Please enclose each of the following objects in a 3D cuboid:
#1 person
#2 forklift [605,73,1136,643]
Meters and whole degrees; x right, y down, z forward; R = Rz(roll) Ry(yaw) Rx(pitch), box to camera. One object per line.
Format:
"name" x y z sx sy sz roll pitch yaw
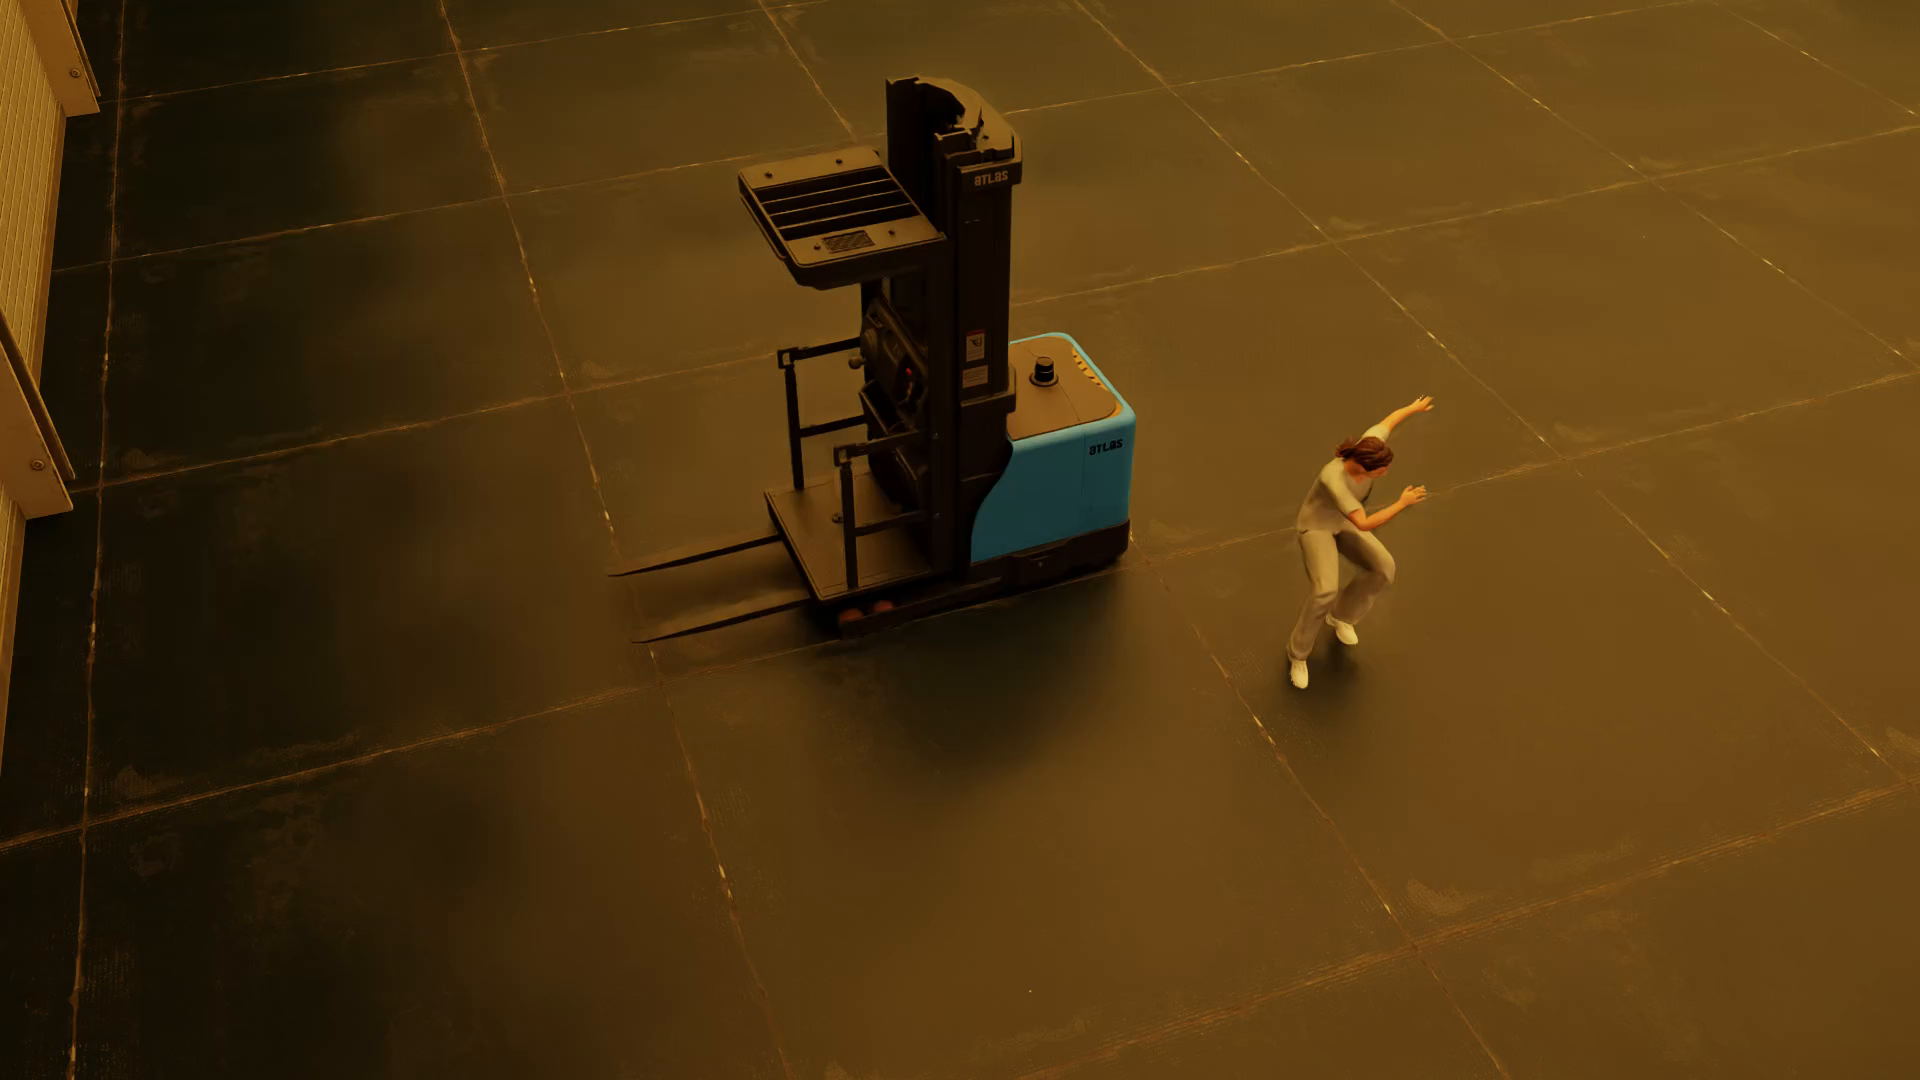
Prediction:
"person" 2.271 -0.077 9.333 1.379 1.367 0.659 -29 48 -30
"forklift" -0.548 -0.945 9.122 3.031 2.935 1.130 -15 42 -17
